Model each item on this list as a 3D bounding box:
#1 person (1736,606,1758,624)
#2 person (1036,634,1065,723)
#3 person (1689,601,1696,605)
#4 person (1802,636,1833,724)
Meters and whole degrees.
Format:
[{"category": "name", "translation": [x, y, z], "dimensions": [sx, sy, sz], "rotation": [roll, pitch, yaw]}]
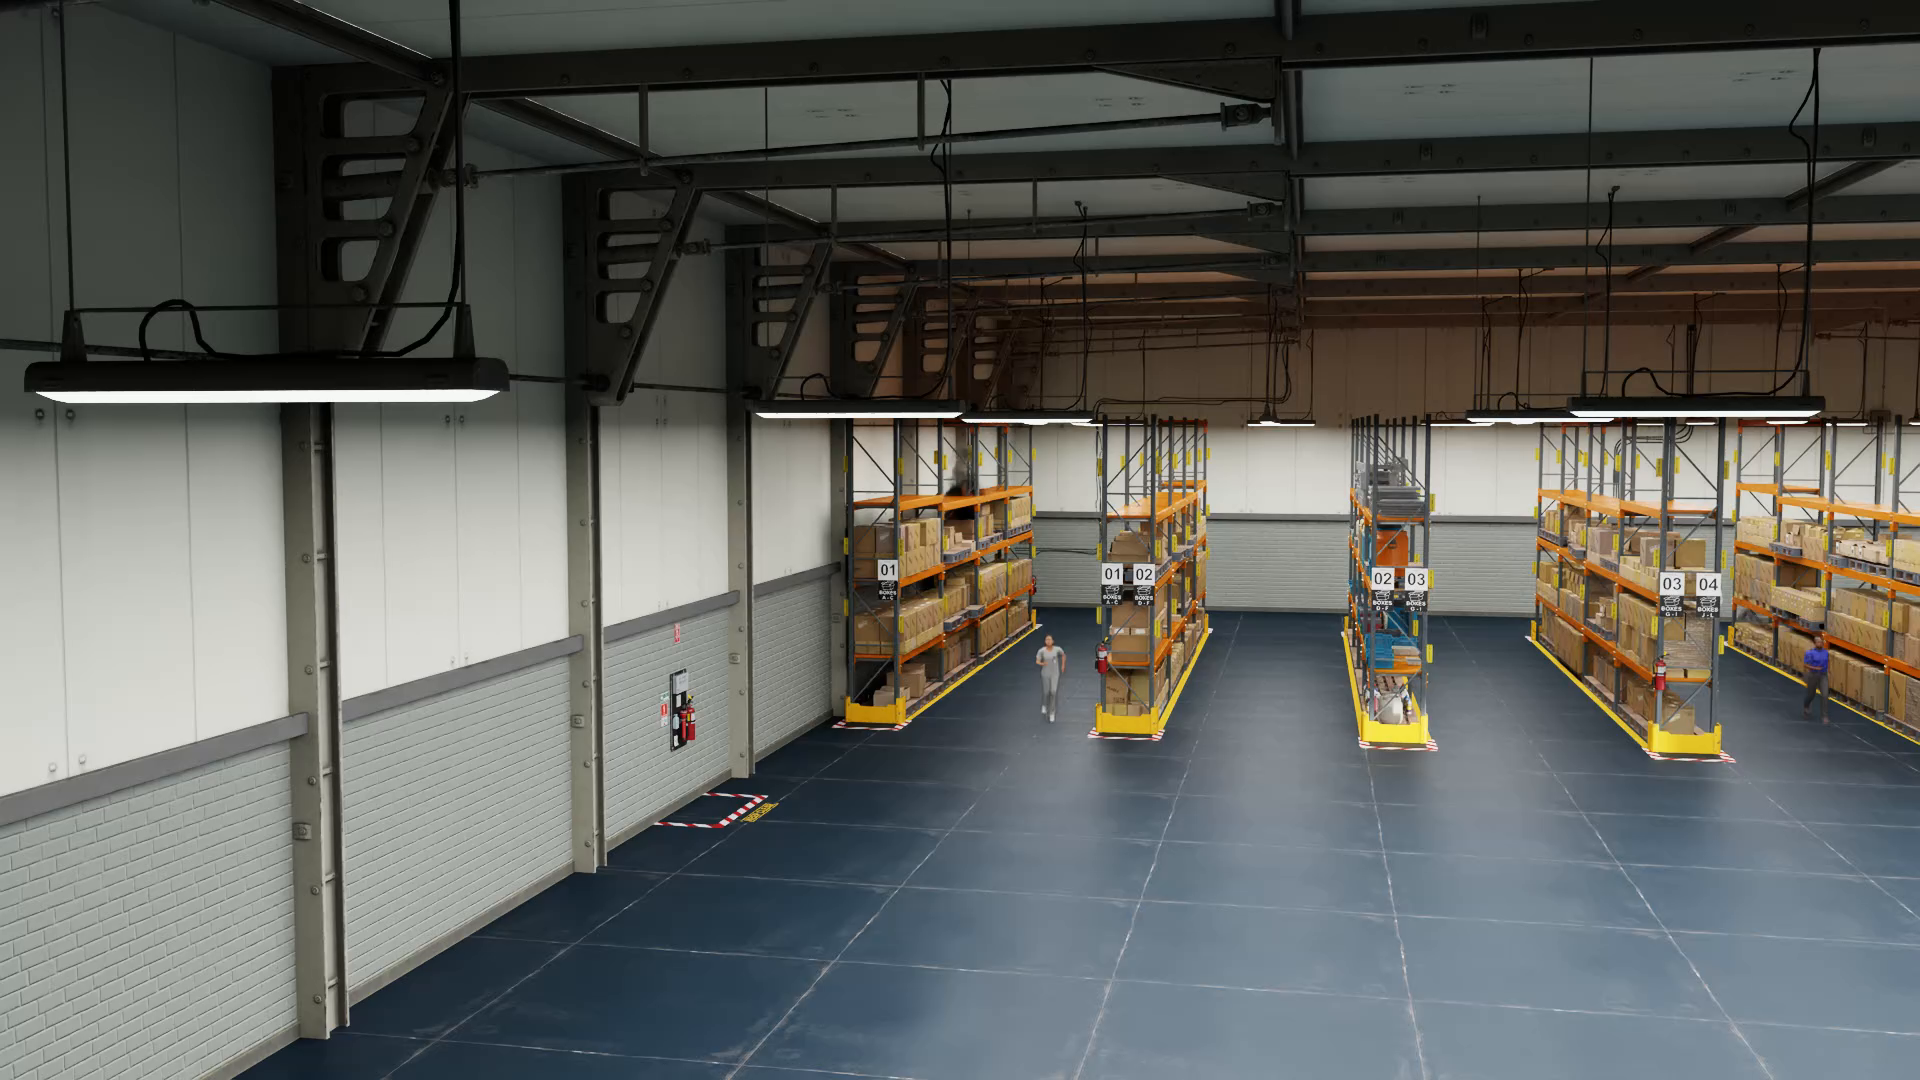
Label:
[{"category": "person", "translation": [21.449, 1.861, 45.096], "dimensions": [0.721, 1.822, 0.633], "rotation": [0, 4, 3]}, {"category": "person", "translation": [1.787, 2.696, 32.896], "dimensions": [0.575, 1.695, 0.955], "rotation": [0, 4, 5]}, {"category": "person", "translation": [19.316, 1.960, 44.358], "dimensions": [0.664, 1.644, 0.501], "rotation": [3, 5, 41]}, {"category": "person", "translation": [16.779, 2.711, 32.528], "dimensions": [0.577, 1.654, 0.941], "rotation": [0, 4, 6]}]
